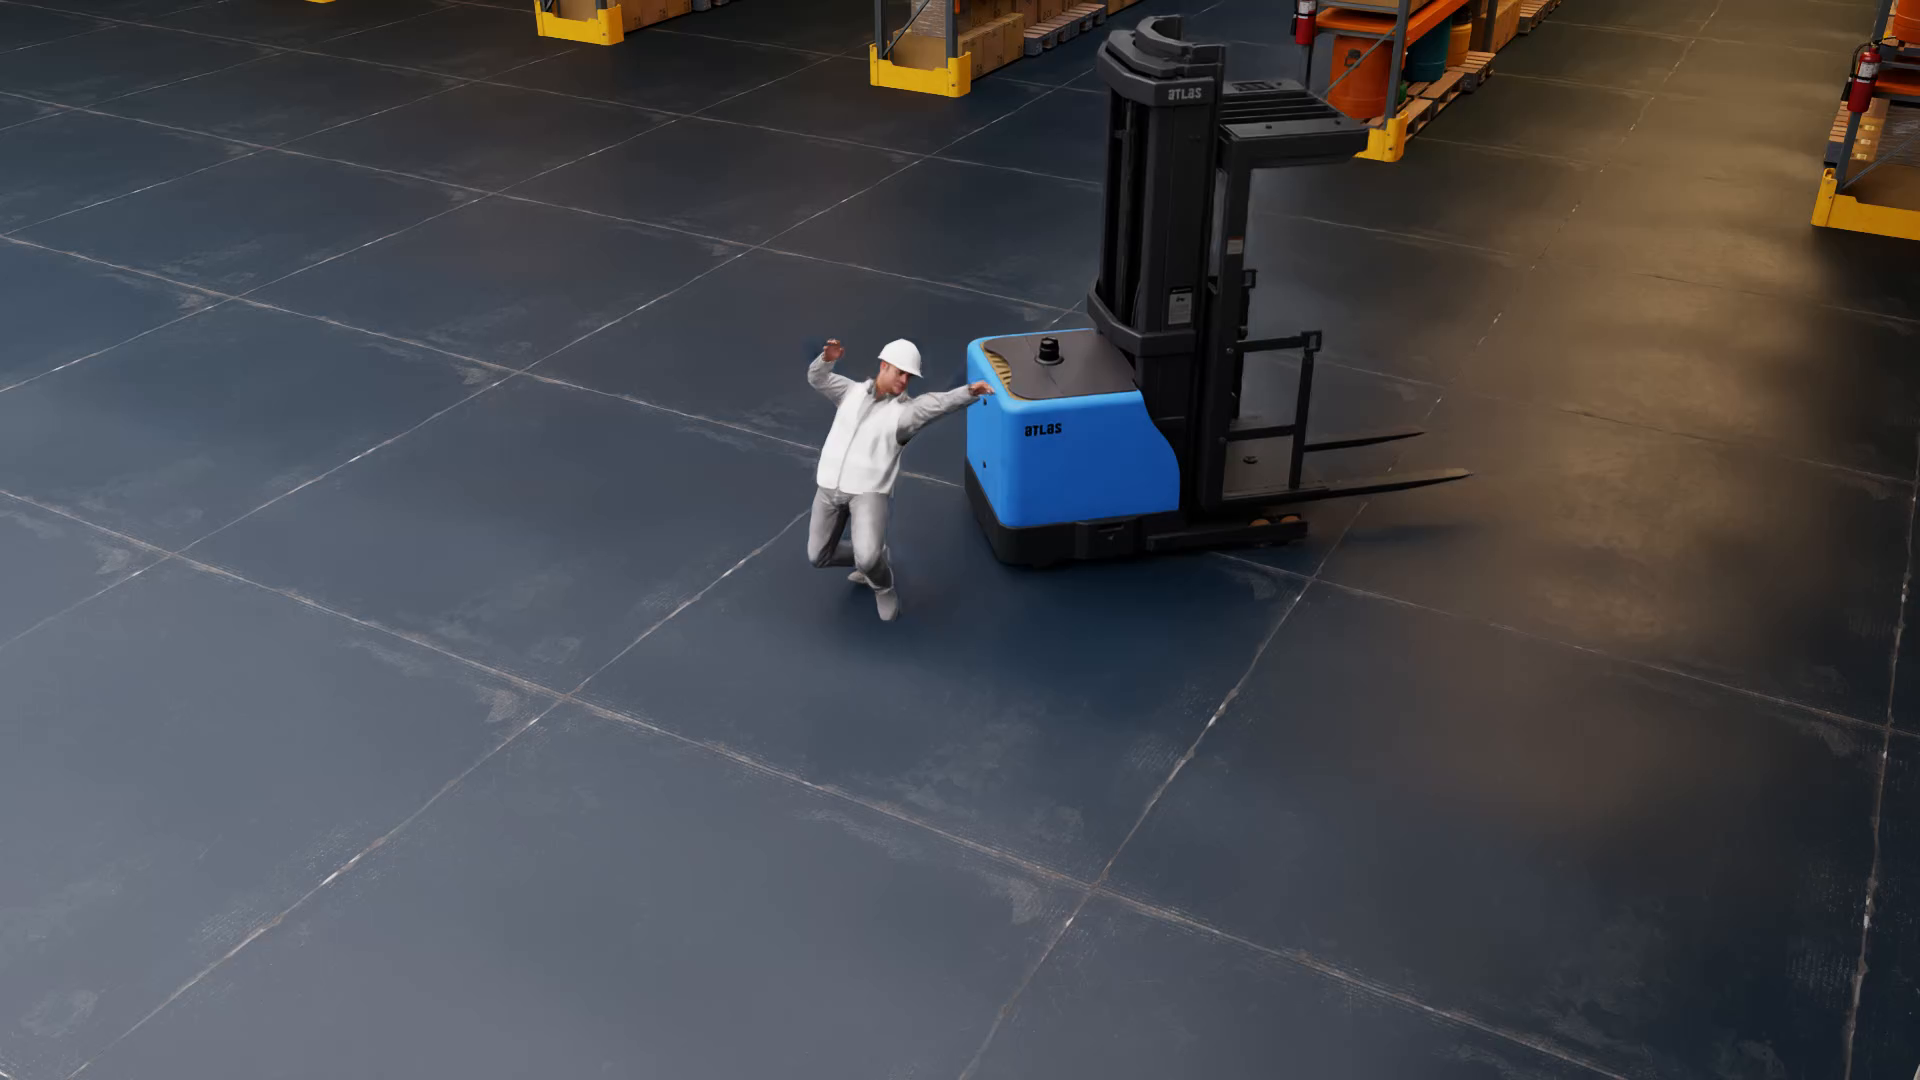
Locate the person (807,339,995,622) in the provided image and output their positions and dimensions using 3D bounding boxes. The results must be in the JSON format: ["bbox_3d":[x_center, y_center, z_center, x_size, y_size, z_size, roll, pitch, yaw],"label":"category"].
[{"bbox_3d":[-0.359,-0.325,8.982,1.058,1.620,0.848,16,34,25],"label":"person"}]

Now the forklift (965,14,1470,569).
[{"bbox_3d":[1.602,-1.476,9.629,3.031,2.935,1.130,-6,31,-11],"label":"forklift"}]
